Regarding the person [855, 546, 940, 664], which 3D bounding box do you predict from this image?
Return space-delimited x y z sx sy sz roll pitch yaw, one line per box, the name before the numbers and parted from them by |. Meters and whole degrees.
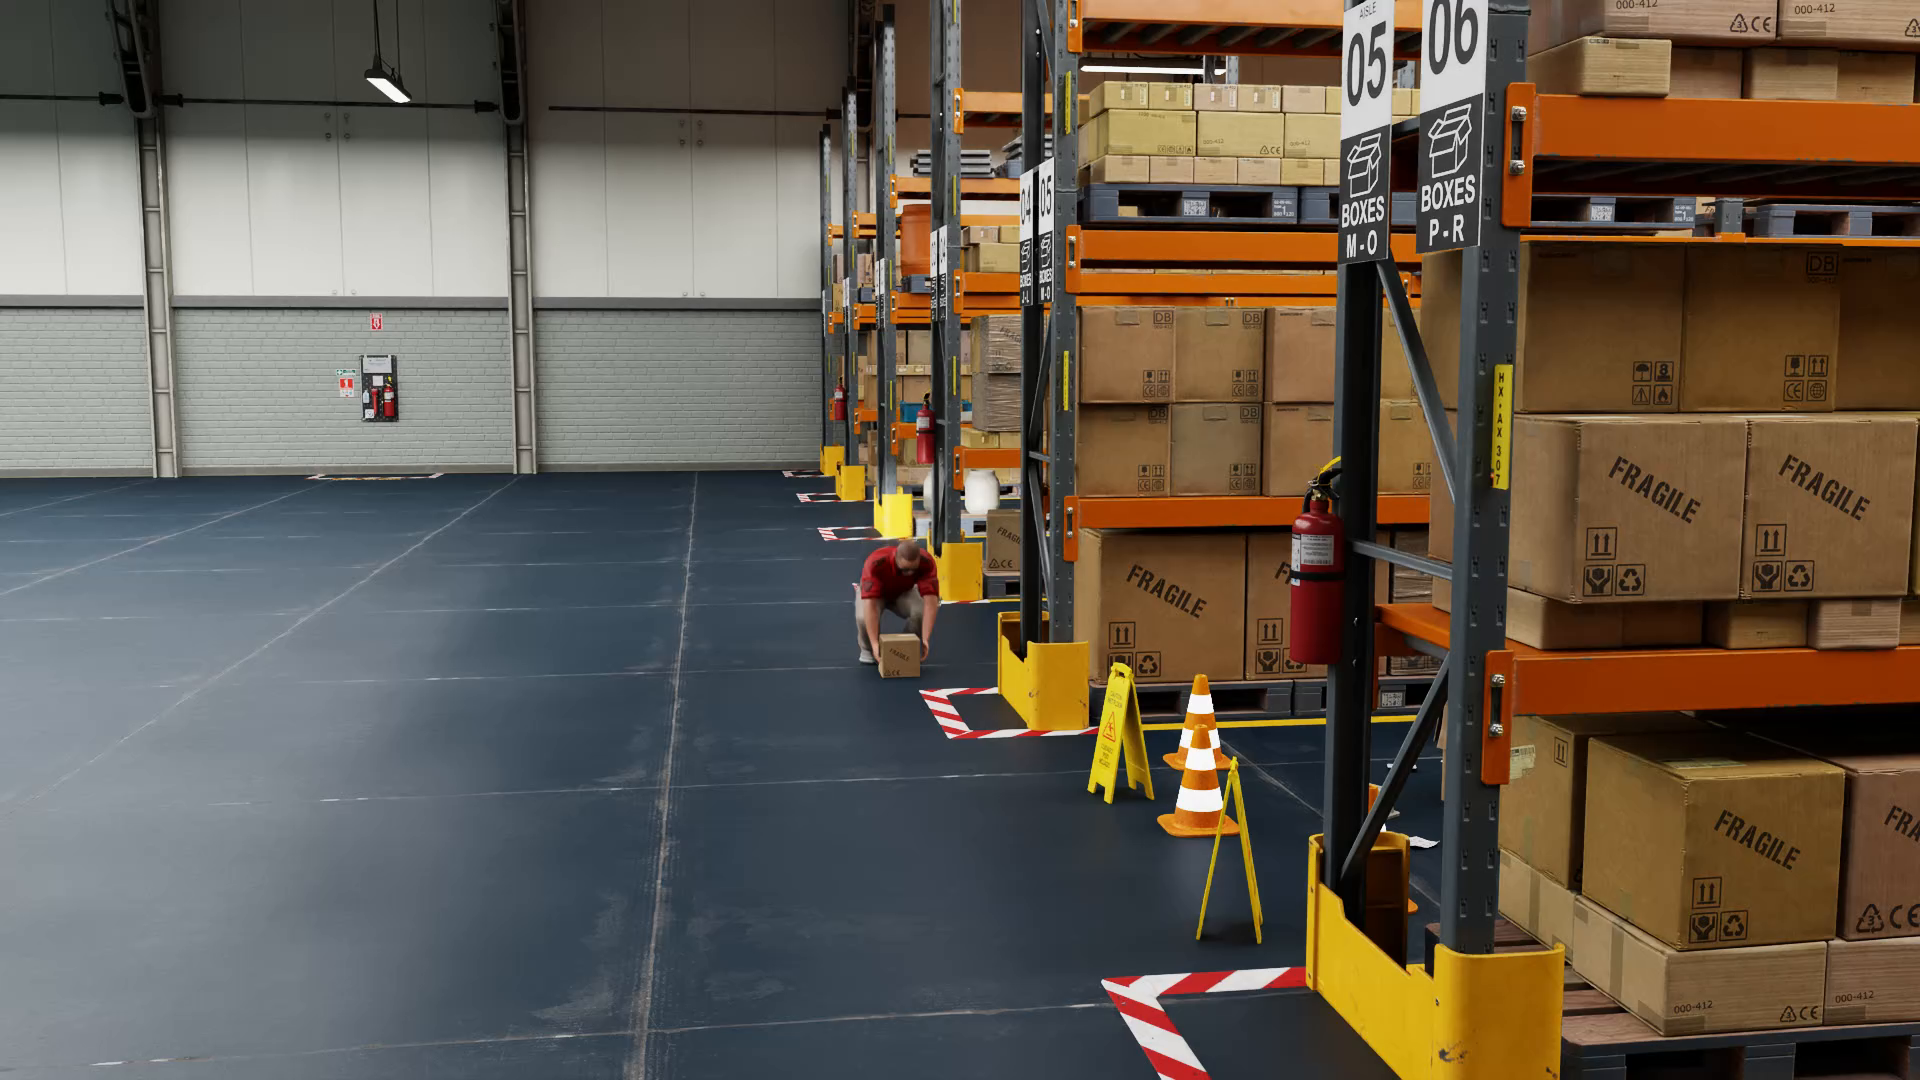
person | -0.456 0.428 11.473 0.566 0.845 0.690 -1 7 -9
